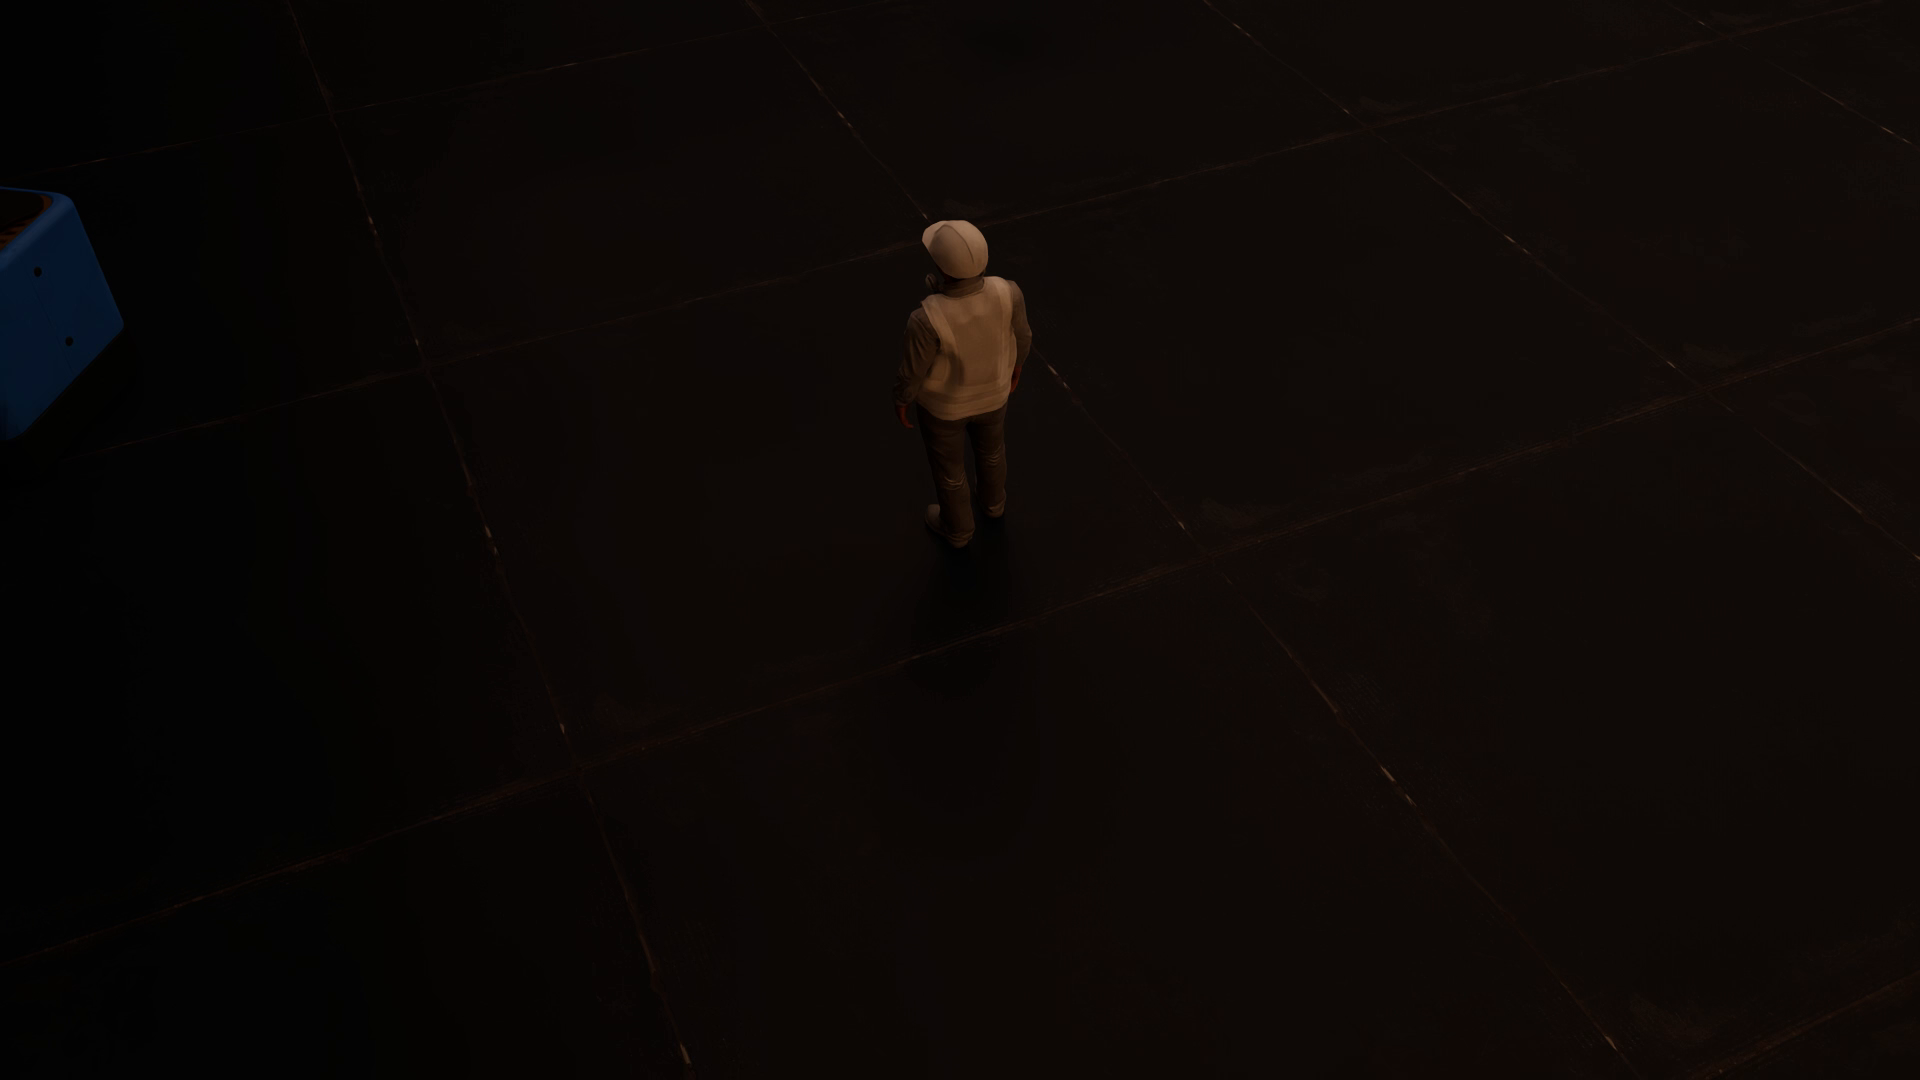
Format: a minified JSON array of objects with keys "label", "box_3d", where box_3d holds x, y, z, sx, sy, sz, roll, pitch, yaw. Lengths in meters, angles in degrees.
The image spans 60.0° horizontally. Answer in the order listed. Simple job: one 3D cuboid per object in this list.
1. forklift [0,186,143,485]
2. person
[{"label":"forklift","box_3d":[-5.849,-1.839,7.650,3.031,2.935,1.130,8,44,8]},{"label":"person","box_3d":[-0.020,-0.695,7.262,0.634,1.775,0.566,-18,46,-18]}]
